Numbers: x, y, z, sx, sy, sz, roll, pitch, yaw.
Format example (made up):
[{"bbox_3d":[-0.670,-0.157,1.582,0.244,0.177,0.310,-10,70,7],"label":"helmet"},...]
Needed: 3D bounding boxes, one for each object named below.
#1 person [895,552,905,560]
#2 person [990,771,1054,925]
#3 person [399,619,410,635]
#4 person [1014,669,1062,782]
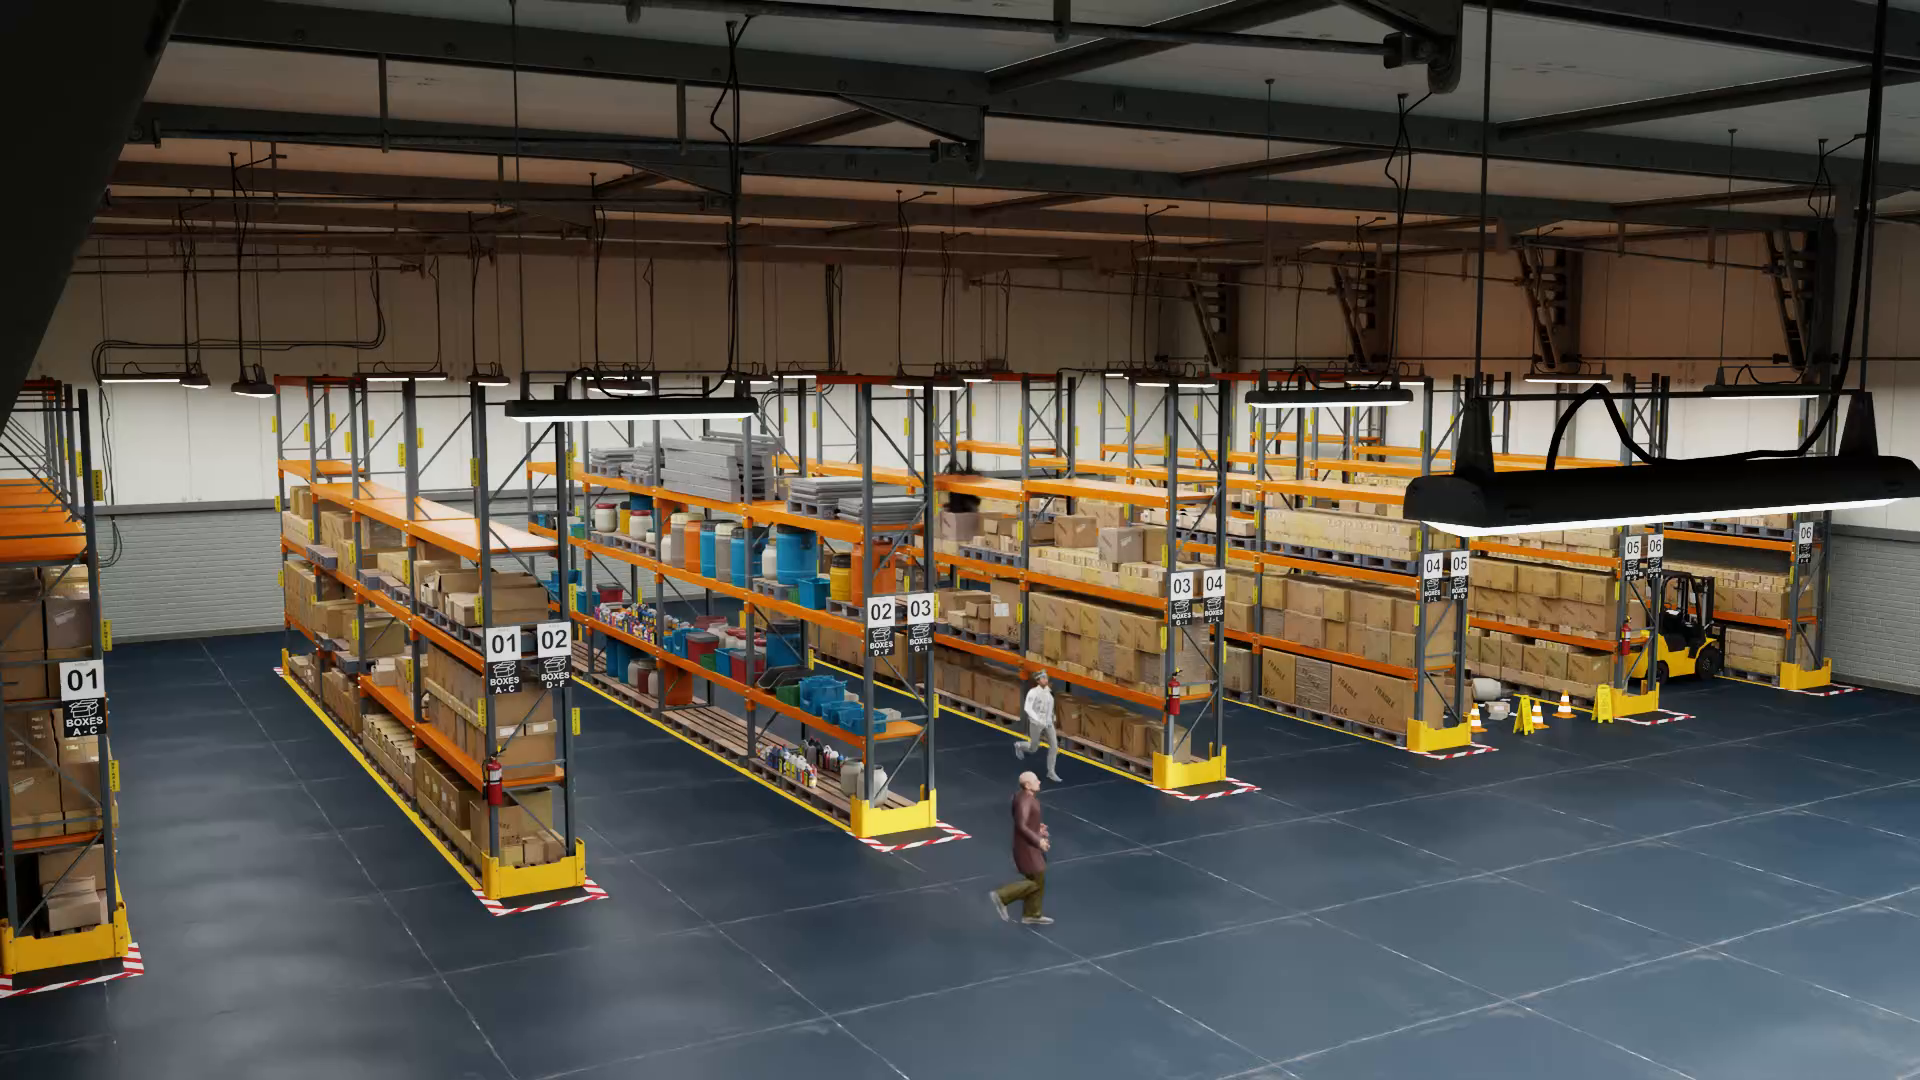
[{"bbox_3d":[-1.507,1.111,39.786,0.730,1.793,0.839,-1,6,-10],"label":"person"},{"bbox_3d":[0.687,3.483,18.586,0.735,1.679,0.712,-1,6,-5],"label":"person"},{"bbox_3d":[-11.200,1.786,34.041,0.672,1.714,0.614,4,7,31],"label":"person"},{"bbox_3d":[1.204,2.775,25.202,0.602,1.686,0.945,-5,8,-36],"label":"person"}]
